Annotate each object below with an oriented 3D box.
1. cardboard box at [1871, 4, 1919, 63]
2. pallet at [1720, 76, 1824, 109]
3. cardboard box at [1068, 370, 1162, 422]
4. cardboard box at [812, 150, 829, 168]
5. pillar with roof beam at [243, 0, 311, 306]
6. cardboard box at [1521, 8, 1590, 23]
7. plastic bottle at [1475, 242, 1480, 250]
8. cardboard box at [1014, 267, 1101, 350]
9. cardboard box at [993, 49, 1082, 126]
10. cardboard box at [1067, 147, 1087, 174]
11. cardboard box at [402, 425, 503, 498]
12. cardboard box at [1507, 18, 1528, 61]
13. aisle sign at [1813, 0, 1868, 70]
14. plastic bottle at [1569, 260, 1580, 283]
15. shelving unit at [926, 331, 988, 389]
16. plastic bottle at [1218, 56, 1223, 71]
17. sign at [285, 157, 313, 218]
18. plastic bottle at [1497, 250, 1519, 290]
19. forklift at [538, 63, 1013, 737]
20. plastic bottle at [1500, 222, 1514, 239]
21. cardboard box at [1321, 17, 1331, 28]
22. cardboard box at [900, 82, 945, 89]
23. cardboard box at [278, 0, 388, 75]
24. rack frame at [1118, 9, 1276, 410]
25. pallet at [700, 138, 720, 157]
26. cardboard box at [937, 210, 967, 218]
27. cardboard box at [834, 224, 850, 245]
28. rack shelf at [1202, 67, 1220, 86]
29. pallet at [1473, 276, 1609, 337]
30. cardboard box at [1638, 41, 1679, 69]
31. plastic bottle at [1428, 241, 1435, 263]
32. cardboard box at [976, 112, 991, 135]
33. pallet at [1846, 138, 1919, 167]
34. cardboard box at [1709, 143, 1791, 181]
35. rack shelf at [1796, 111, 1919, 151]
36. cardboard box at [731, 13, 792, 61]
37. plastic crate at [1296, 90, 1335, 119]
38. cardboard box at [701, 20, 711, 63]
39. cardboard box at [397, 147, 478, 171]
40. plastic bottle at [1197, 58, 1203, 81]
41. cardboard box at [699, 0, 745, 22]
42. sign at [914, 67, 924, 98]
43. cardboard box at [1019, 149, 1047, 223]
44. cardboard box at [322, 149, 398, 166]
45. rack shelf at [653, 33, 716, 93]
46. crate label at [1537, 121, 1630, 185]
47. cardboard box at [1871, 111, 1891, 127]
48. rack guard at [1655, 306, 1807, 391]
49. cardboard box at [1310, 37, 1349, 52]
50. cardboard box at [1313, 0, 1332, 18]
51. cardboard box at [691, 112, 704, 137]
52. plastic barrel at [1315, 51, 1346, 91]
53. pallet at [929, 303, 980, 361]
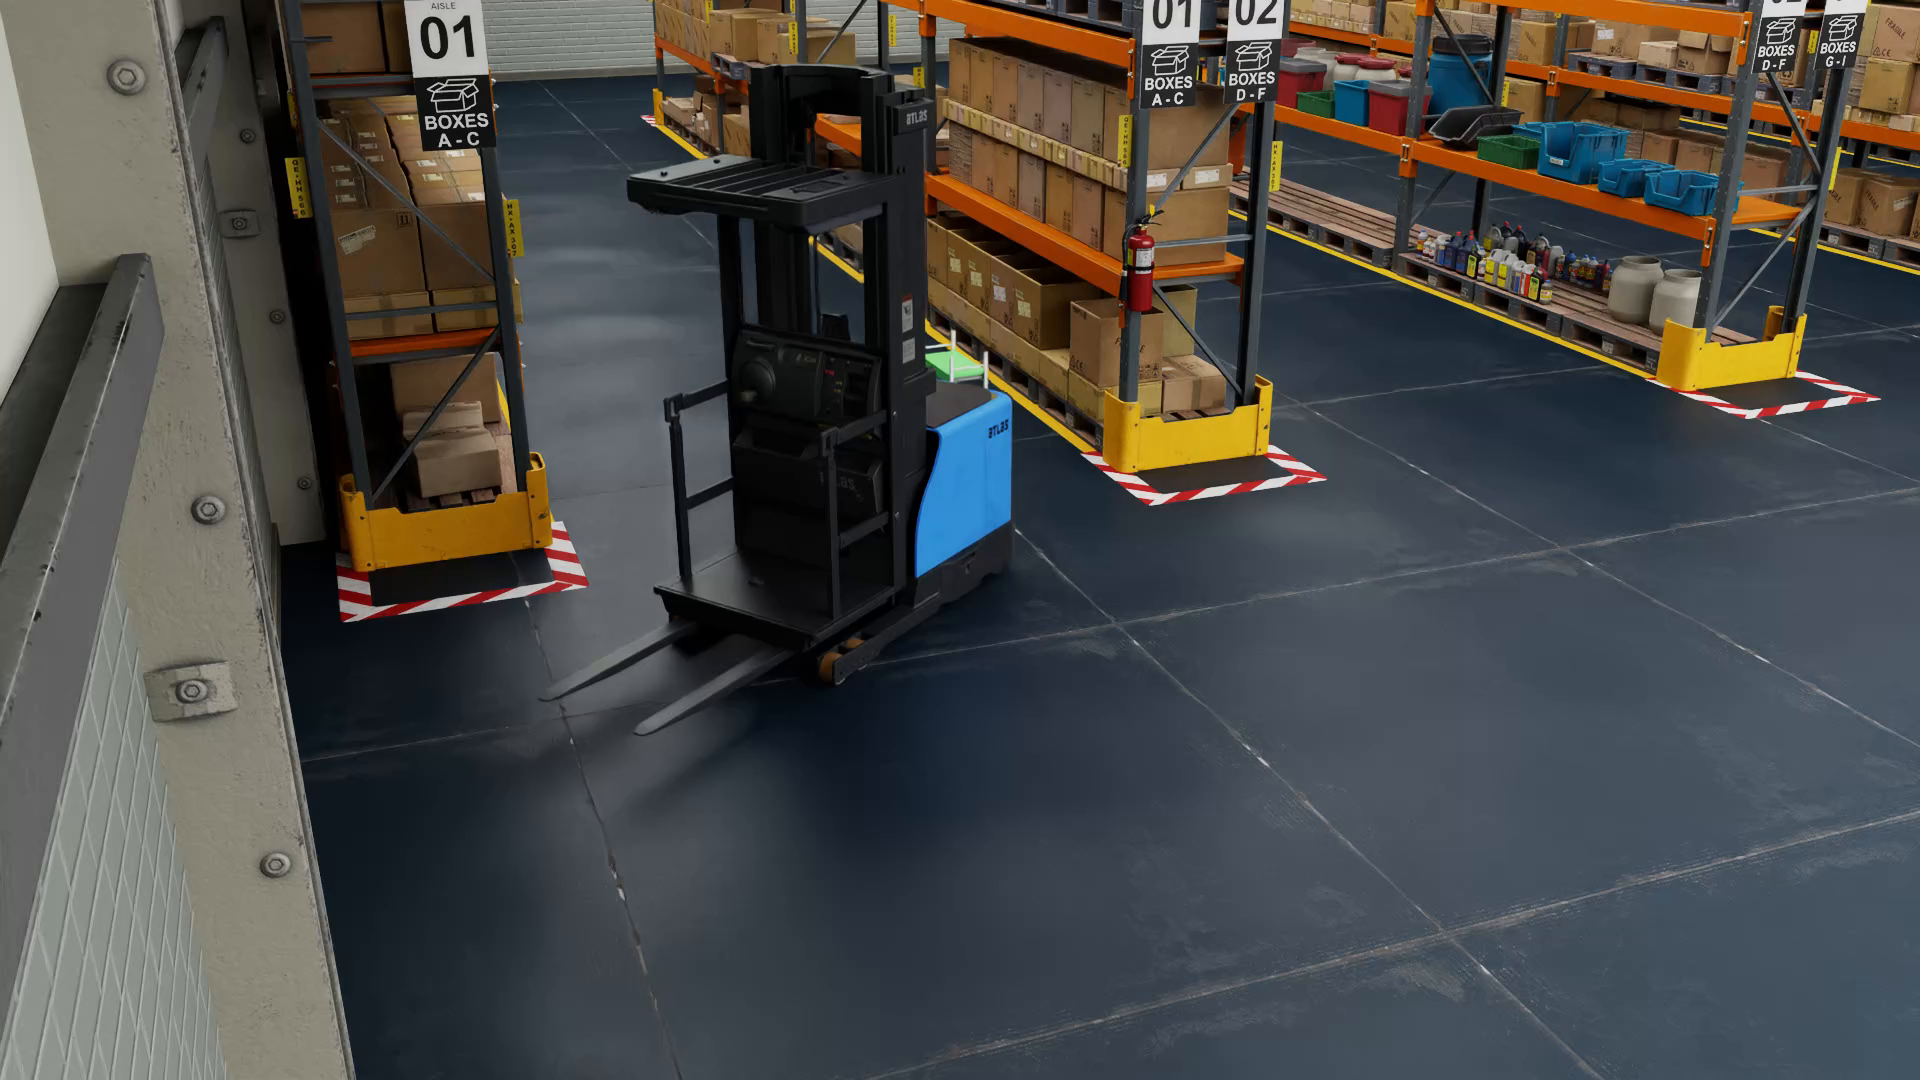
[{"bbox_3d":[9.527,-5.057,16.588,0.500,0.500,0.500,-8,24,-19],"label":"cardboard box"},{"bbox_3d":[9.294,-5.003,18.504,1.003,0.211,1.213,-8,24,-19],"label":"pallet"},{"bbox_3d":[1.107,-1.063,11.909,0.500,0.250,0.500,-8,24,-19],"label":"cardboard box"},{"bbox_3d":[-1.804,-4.247,19.117,0.500,0.500,0.500,-7,24,-17],"label":"cardboard box"},{"bbox_3d":[-2.209,-6.972,15.206,9.100,9.000,0.400,-8,24,-19],"label":"pillar with roof beam"},{"bbox_3d":[7.772,-7.023,21.630,0.797,0.503,0.637,-7,24,-17],"label":"cardboard box"},{"bbox_3d":[4.856,-2.673,15.676,0.097,0.271,0.097,0,23,0],"label":"plastic bottle"},{"bbox_3d":[0.738,-1.770,12.620,0.500,0.500,0.500,-8,24,-19],"label":"cardboard box"},{"bbox_3d":[0.678,-3.554,13.020,0.700,0.500,0.500,-8,24,-19],"label":"cardboard box"},{"bbox_3d":[0.988,-2.719,11.876,0.380,0.149,0.250,-8,24,-18],"label":"cardboard box"},{"bbox_3d":[-3.221,-0.529,10.538,0.500,0.311,0.500,-11,25,-25],"label":"cardboard box"},{"bbox_3d":[7.438,-6.620,21.966,0.500,0.500,0.500,-9,24,-19],"label":"cardboard box"},{"bbox_3d":[6.507,-3.872,12.228,0.394,0.787,0.004,-8,24,-19],"label":"aisle sign"},{"bbox_3d":[5.667,-2.472,15.290,0.097,0.201,0.097,0,23,0],"label":"plastic bottle"},{"bbox_3d":[-0.045,-0.626,10.190,0.258,1.200,0.503,-9,25,-21],"label":"shelving unit"},{"bbox_3d":[3.281,-6.022,20.826,0.061,0.283,0.133,-8,24,-19],"label":"plastic bottle"},{"bbox_3d":[-3.587,-1.911,9.025,0.100,0.325,0.005,-8,24,-19],"label":"sign"},{"bbox_3d":[4.974,-2.455,15.057,0.144,0.351,0.185,-7,24,-17],"label":"plastic bottle"},{"bbox_3d":[-0.908,-0.819,8.419,1.130,2.935,3.031,14,27,30],"label":"forklift"},{"bbox_3d":[5.292,-2.901,16.116,0.144,0.351,0.185,-9,24,-20],"label":"plastic bottle"},{"bbox_3d":[5.824,-8.024,25.749,0.380,0.149,0.250,-8,24,-18],"label":"cardboard box"},{"bbox_3d":[-0.460,-4.136,16.073,0.500,0.500,0.500,-8,24,-19],"label":"cardboard box"},{"bbox_3d":[-3.445,-2.856,9.146,0.500,0.500,0.500,-7,24,-15],"label":"cardboard box"},{"bbox_3d":[1.572,-1.982,11.091,1.000,3.000,0.127,-8,24,-19],"label":"rack frame"},{"bbox_3d":[-2.909,-5.307,22.570,1.003,0.211,1.213,-8,24,-19],"label":"pallet"},{"bbox_3d":[0.074,-2.987,15.753,0.500,0.311,0.500,-9,24,-20],"label":"cardboard box"},{"bbox_3d":[-0.976,-3.214,17.014,0.500,0.250,0.500,-9,24,-20],"label":"cardboard box"},{"bbox_3d":[2.675,-5.962,21.461,1.077,0.370,4.000,-8,24,-19],"label":"rack shelf"},{"bbox_3d":[5.428,-2.135,15.044,1.003,0.211,1.213,-8,24,-19],"label":"pallet"},{"bbox_3d":[8.392,-5.731,19.637,0.500,0.250,0.500,-9,24,-20],"label":"cardboard box"},{"bbox_3d":[4.569,-2.777,16.014,0.097,0.201,0.097,0,23,0],"label":"plastic bottle"},{"bbox_3d":[0.349,-3.377,13.435,0.380,0.149,0.250,-9,24,-19],"label":"cardboard box"},{"bbox_3d":[12.899,-5.309,22.574,1.003,0.211,1.213,-8,24,-19],"label":"pallet"},{"bbox_3d":[9.081,-4.246,19.114,0.700,0.500,0.500,-8,24,-19],"label":"cardboard box"},{"bbox_3d":[10.135,-3.735,16.176,1.077,0.370,4.000,-8,24,-19],"label":"rack shelf"},{"bbox_3d":[-2.406,-6.138,20.281,0.700,0.500,0.500,-5,23,-11],"label":"cardboard box"},{"bbox_3d":[3.915,-4.610,17.599,0.450,0.188,0.662,-8,24,-19],"label":"plastic crate"},{"bbox_3d":[-3.083,-6.535,21.764,0.500,0.500,0.500,-8,24,-18],"label":"cardboard box"},{"bbox_3d":[-3.483,-2.357,11.182,0.500,0.500,0.500,-8,24,-17],"label":"cardboard box"},{"bbox_3d":[2.840,-5.602,19.829,0.061,0.283,0.133,-8,24,-19],"label":"plastic bottle"},{"bbox_3d":[-3.088,-6.997,21.574,0.500,0.500,0.500,-8,24,-19],"label":"cardboard box"},{"bbox_3d":[-0.345,-3.855,14.145,0.100,0.325,0.005,-8,24,-19],"label":"sign"},{"bbox_3d":[0.870,-2.762,12.812,0.700,0.500,0.500,-8,24,-17],"label":"cardboard box"},{"bbox_3d":[-3.959,-2.283,11.007,0.500,0.500,0.500,-8,24,-18],"label":"cardboard box"},{"bbox_3d":[-3.373,-6.738,23.300,1.077,0.370,4.000,-8,24,-19],"label":"rack shelf"},{"bbox_3d":[5.304,-3.308,14.192,0.502,0.435,0.616,-8,24,-19],"label":"crate label"},{"bbox_3d":[9.510,-4.289,16.888,0.380,0.149,0.250,-8,24,-19],"label":"cardboard box"},{"bbox_3d":[6.137,-1.530,13.236,1.175,0.500,0.348,-8,24,-19],"label":"rack guard"},{"bbox_3d":[6.126,-7.492,26.359,0.875,0.875,0.875,-8,24,-19],"label":"cardboard box"},{"bbox_3d":[5.835,-8.266,25.809,0.500,0.250,0.500,-8,24,-18],"label":"cardboard box"},{"bbox_3d":[-3.398,-5.747,22.918,0.500,0.311,0.500,-8,24,-19],"label":"cardboard box"},{"bbox_3d":[4.094,-5.121,18.395,0.421,0.512,0.421,0,23,0],"label":"plastic barrel"},{"bbox_3d":[0.401,-1.856,14.381,1.003,0.211,1.213,-8,24,-19],"label":"pallet"}]
